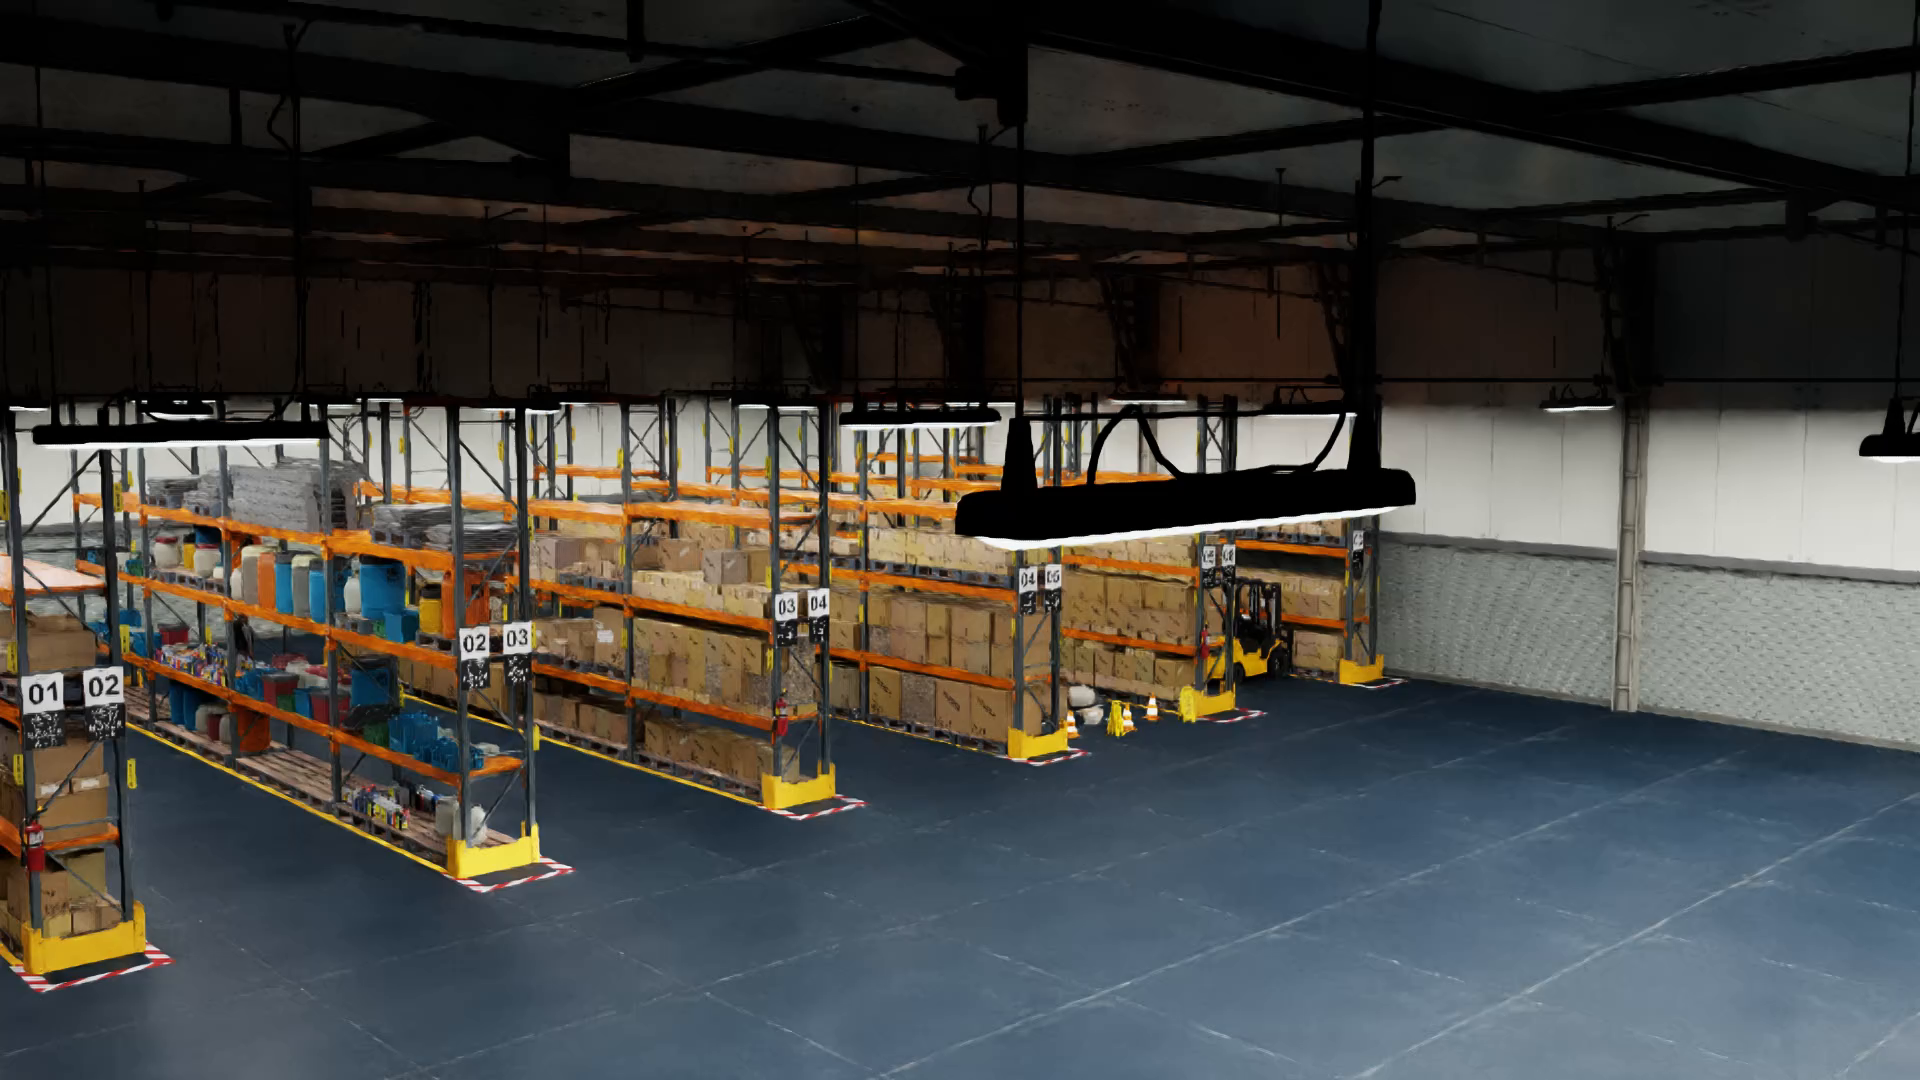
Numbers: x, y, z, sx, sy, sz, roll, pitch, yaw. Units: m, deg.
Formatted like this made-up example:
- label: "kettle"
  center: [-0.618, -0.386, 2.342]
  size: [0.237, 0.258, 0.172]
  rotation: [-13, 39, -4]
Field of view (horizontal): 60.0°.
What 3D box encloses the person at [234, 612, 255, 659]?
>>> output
- label: "person"
  center: [-14.394, 2.225, 33.410]
  size: [0.660, 1.732, 0.389]
  rotation: [4, 7, 39]
